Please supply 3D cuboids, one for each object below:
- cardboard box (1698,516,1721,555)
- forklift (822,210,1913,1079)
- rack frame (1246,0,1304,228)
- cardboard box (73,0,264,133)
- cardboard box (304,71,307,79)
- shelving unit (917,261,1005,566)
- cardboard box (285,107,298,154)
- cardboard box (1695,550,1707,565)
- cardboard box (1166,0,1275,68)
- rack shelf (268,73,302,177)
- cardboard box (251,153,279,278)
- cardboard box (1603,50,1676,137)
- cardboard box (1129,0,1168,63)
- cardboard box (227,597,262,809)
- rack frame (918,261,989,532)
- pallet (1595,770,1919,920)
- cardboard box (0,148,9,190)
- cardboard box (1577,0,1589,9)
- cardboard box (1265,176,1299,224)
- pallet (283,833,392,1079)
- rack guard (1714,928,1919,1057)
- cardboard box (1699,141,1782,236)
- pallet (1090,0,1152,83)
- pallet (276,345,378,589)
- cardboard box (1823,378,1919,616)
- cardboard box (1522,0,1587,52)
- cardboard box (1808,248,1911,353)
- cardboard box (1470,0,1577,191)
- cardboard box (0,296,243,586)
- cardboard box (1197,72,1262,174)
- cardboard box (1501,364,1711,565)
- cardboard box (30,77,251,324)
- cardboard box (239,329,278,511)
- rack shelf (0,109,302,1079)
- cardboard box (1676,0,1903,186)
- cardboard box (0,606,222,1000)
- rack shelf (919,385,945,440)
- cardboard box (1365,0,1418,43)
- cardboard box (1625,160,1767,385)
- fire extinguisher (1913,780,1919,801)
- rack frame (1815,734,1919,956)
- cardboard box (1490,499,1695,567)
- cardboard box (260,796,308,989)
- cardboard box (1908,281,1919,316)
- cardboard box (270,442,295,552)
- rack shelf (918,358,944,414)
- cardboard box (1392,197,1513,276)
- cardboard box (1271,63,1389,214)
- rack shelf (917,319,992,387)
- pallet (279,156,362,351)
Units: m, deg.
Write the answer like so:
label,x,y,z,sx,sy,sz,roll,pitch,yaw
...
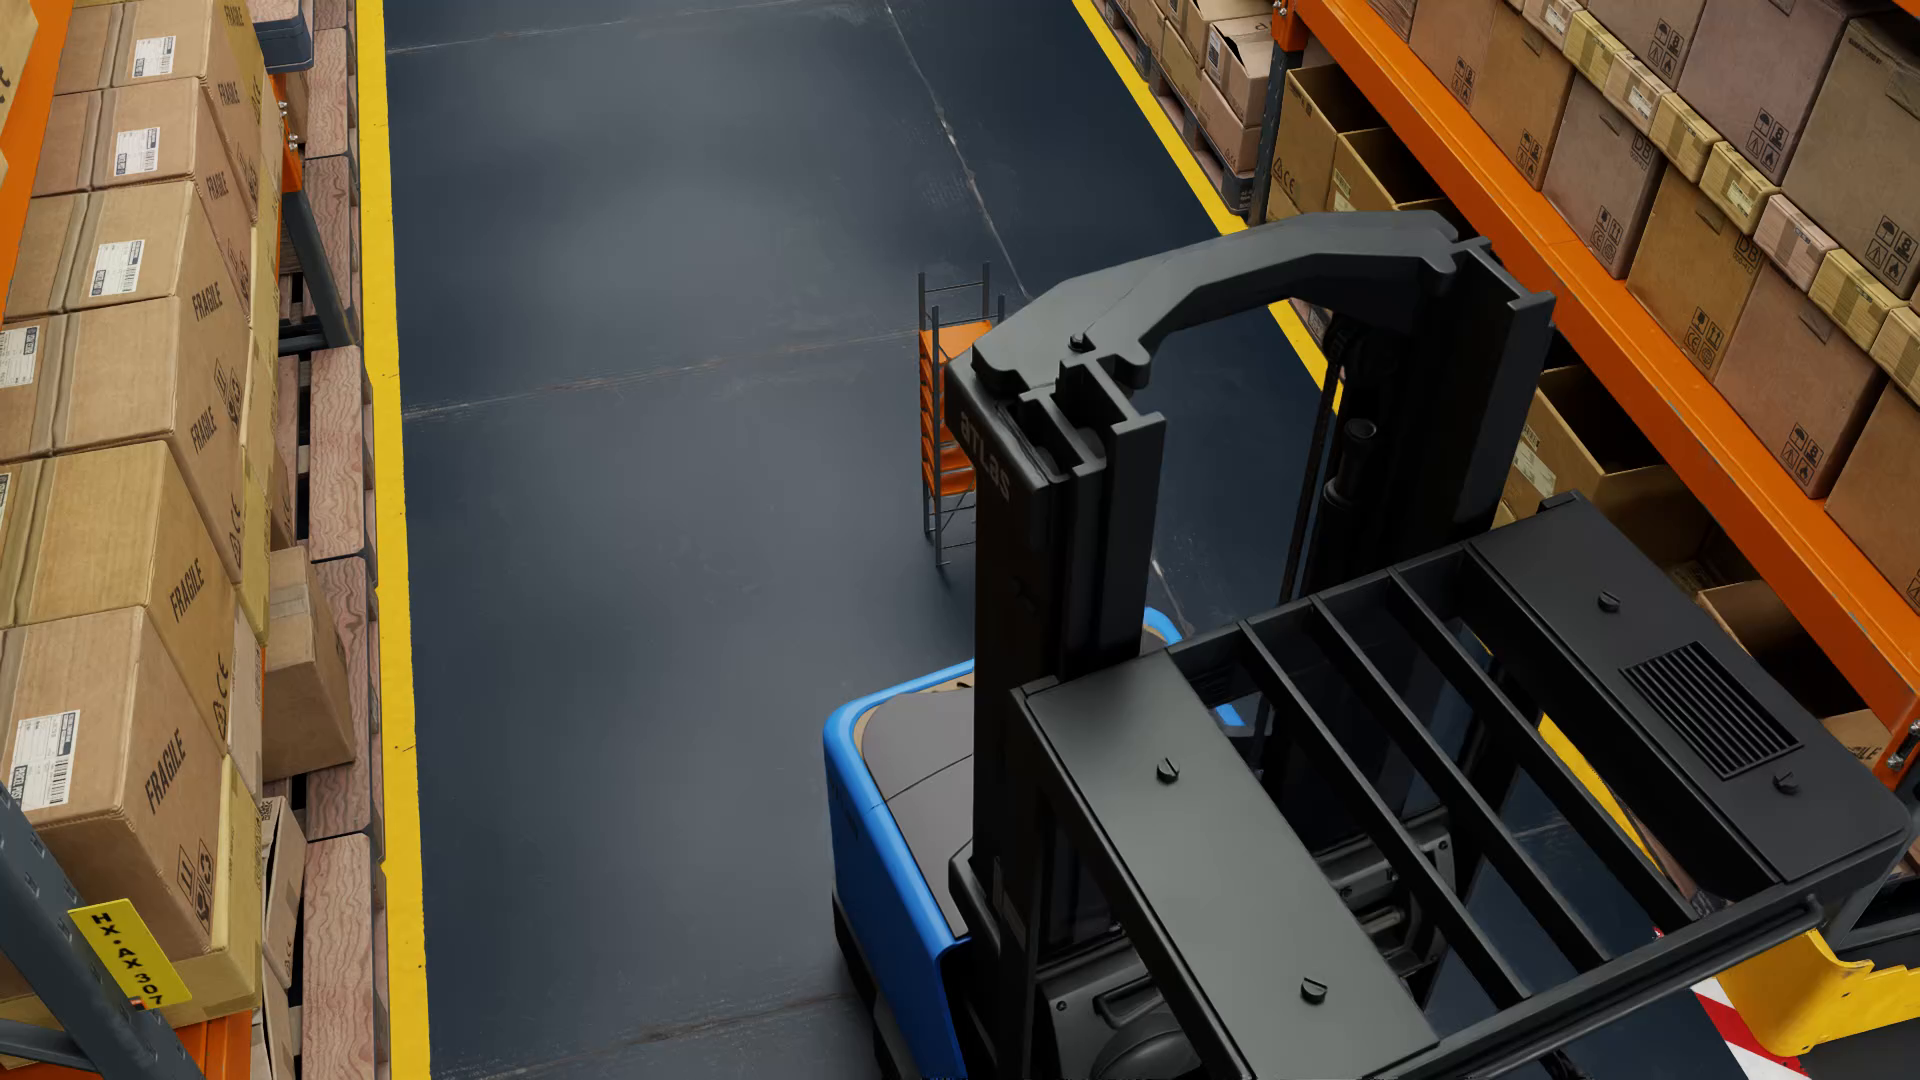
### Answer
label,x,y,z,sx,sy,sz,roll,pitch,yaw
cardboard box,2.653,-0.338,5.587,0.500,0.500,0.500,-11,47,-10
forklift,0.694,0.987,3.231,1.130,2.935,3.031,-18,48,-17
rack frame,1.821,-2.554,6.652,1.000,3.000,0.127,-11,47,-10
cardboard box,-2.547,-1.592,5.276,0.500,0.500,0.500,-11,47,-10
cardboard box,-3.582,-2.484,8.026,0.700,0.500,0.500,-11,47,-11
shelving unit,0.004,-0.410,5.812,0.258,1.200,0.189,-11,47,-10
cardboard box,-3.352,-1.777,7.333,0.700,0.500,0.500,-12,47,-11
cardboard box,2.664,-0.077,5.857,0.500,0.250,0.500,-11,47,-10
cardboard box,1.301,-2.520,7.858,0.500,0.311,0.500,-10,46,-9
rack shelf,-3.479,-2.774,7.372,1.077,0.370,4.000,-11,47,-10
cardboard box,-2.433,-0.983,5.204,0.500,0.250,0.500,-11,47,-10
cardboard box,2.164,-1.353,4.952,0.380,0.149,0.250,-11,47,-11
cardboard box,1.175,-2.674,8.402,0.500,0.250,0.500,-10,46,-9
cardboard box,-1.907,0.411,3.838,0.500,0.250,0.500,-12,47,-12
rack frame,-0.020,-0.473,5.874,0.240,1.200,0.006,-11,47,-10
pallet,2.609,0.664,5.452,1.003,0.211,1.213,-11,47,-10
cardboard box,-1.890,-0.629,2.582,0.500,0.500,0.500,-8,46,-8
cardboard box,2.199,-2.043,5.174,0.700,0.500,0.500,-11,47,-10
cardboard box,1.647,-1.363,7.116,0.500,0.250,0.500,-11,47,-10
pallet,-2.136,1.473,4.659,1.003,0.211,1.213,-11,47,-10
rack guard,2.851,1.100,4.822,1.175,0.500,0.348,-11,47,-10
cardboard box,2.299,-0.995,4.601,0.380,0.149,0.250,-9,46,-9
pallet,1.279,-2.923,8.967,1.003,0.211,1.213,-11,47,-10
pallet,-2.760,-0.212,6.310,1.003,0.211,1.213,-11,47,-10
cardboard box,2.738,-0.152,4.228,0.700,0.500,0.500,-11,47,-10
cardboard box,2.036,-1.706,5.297,0.380,0.149,0.250,-12,47,-11
cardboard box,2.429,-0.640,4.253,0.380,0.149,0.250,-11,47,-11
cardboard box,2.207,-1.573,5.622,0.700,0.500,0.500,-10,46,-10
cardboard box,-2.017,-0.186,3.898,0.500,0.500,0.500,-12,47,-12
cardboard box,1.435,-1.971,7.713,0.500,0.250,0.500,-11,47,-11
cardboard box,2.150,-0.243,5.494,0.500,0.500,0.500,-11,47,-10
cardboard box,-2.295,-0.899,4.597,0.500,0.500,0.500,-12,47,-11
cardboard box,-2.159,-0.291,4.526,0.500,0.250,0.500,-10,46,-10
rack shelf,-2.455,-0.013,4.666,1.077,0.370,4.000,-11,47,-10
cardboard box,2.455,-1.352,4.497,0.700,0.500,0.500,-11,47,-10
cardboard box,-1.774,0.515,3.211,0.500,0.500,0.500,-11,47,-10
rack shelf,0.004,-0.463,5.758,0.258,0.103,0.180,-11,47,-10
cardboard box,1.941,-2.283,6.317,0.700,0.500,0.500,-12,47,-11
cardboard box,2.477,-0.857,4.920,0.700,0.500,0.500,-10,46,-10
fire extinguisher,2.426,0.402,3.810,0.296,0.674,0.183,-11,47,-10
rack frame,2.845,0.208,3.946,1.000,3.000,0.127,-11,47,-10
cardboard box,2.153,0.019,5.762,0.500,0.250,0.500,-11,47,-10
cardboard box,-2.179,1.016,4.729,0.500,0.311,0.500,-7,46,-7
cardboard box,2.724,-0.642,3.801,0.700,0.500,0.500,-11,47,-10
cardboard box,-2.662,-0.215,5.803,0.500,0.500,0.500,-14,47,-13
rack shelf,0.004,-0.547,5.672,0.258,0.103,0.180,-11,47,-10
cardboard box,1.893,-0.933,6.170,0.500,0.500,0.500,-11,47,-10
cardboard box,1.637,-1.623,6.847,0.500,0.500,0.500,-11,47,-10
rack shelf,0.004,-0.631,5.586,0.258,0.103,0.180,-11,47,-10
pallet,-3.167,-1.206,7.285,1.003,0.211,1.213,-11,47,-10
